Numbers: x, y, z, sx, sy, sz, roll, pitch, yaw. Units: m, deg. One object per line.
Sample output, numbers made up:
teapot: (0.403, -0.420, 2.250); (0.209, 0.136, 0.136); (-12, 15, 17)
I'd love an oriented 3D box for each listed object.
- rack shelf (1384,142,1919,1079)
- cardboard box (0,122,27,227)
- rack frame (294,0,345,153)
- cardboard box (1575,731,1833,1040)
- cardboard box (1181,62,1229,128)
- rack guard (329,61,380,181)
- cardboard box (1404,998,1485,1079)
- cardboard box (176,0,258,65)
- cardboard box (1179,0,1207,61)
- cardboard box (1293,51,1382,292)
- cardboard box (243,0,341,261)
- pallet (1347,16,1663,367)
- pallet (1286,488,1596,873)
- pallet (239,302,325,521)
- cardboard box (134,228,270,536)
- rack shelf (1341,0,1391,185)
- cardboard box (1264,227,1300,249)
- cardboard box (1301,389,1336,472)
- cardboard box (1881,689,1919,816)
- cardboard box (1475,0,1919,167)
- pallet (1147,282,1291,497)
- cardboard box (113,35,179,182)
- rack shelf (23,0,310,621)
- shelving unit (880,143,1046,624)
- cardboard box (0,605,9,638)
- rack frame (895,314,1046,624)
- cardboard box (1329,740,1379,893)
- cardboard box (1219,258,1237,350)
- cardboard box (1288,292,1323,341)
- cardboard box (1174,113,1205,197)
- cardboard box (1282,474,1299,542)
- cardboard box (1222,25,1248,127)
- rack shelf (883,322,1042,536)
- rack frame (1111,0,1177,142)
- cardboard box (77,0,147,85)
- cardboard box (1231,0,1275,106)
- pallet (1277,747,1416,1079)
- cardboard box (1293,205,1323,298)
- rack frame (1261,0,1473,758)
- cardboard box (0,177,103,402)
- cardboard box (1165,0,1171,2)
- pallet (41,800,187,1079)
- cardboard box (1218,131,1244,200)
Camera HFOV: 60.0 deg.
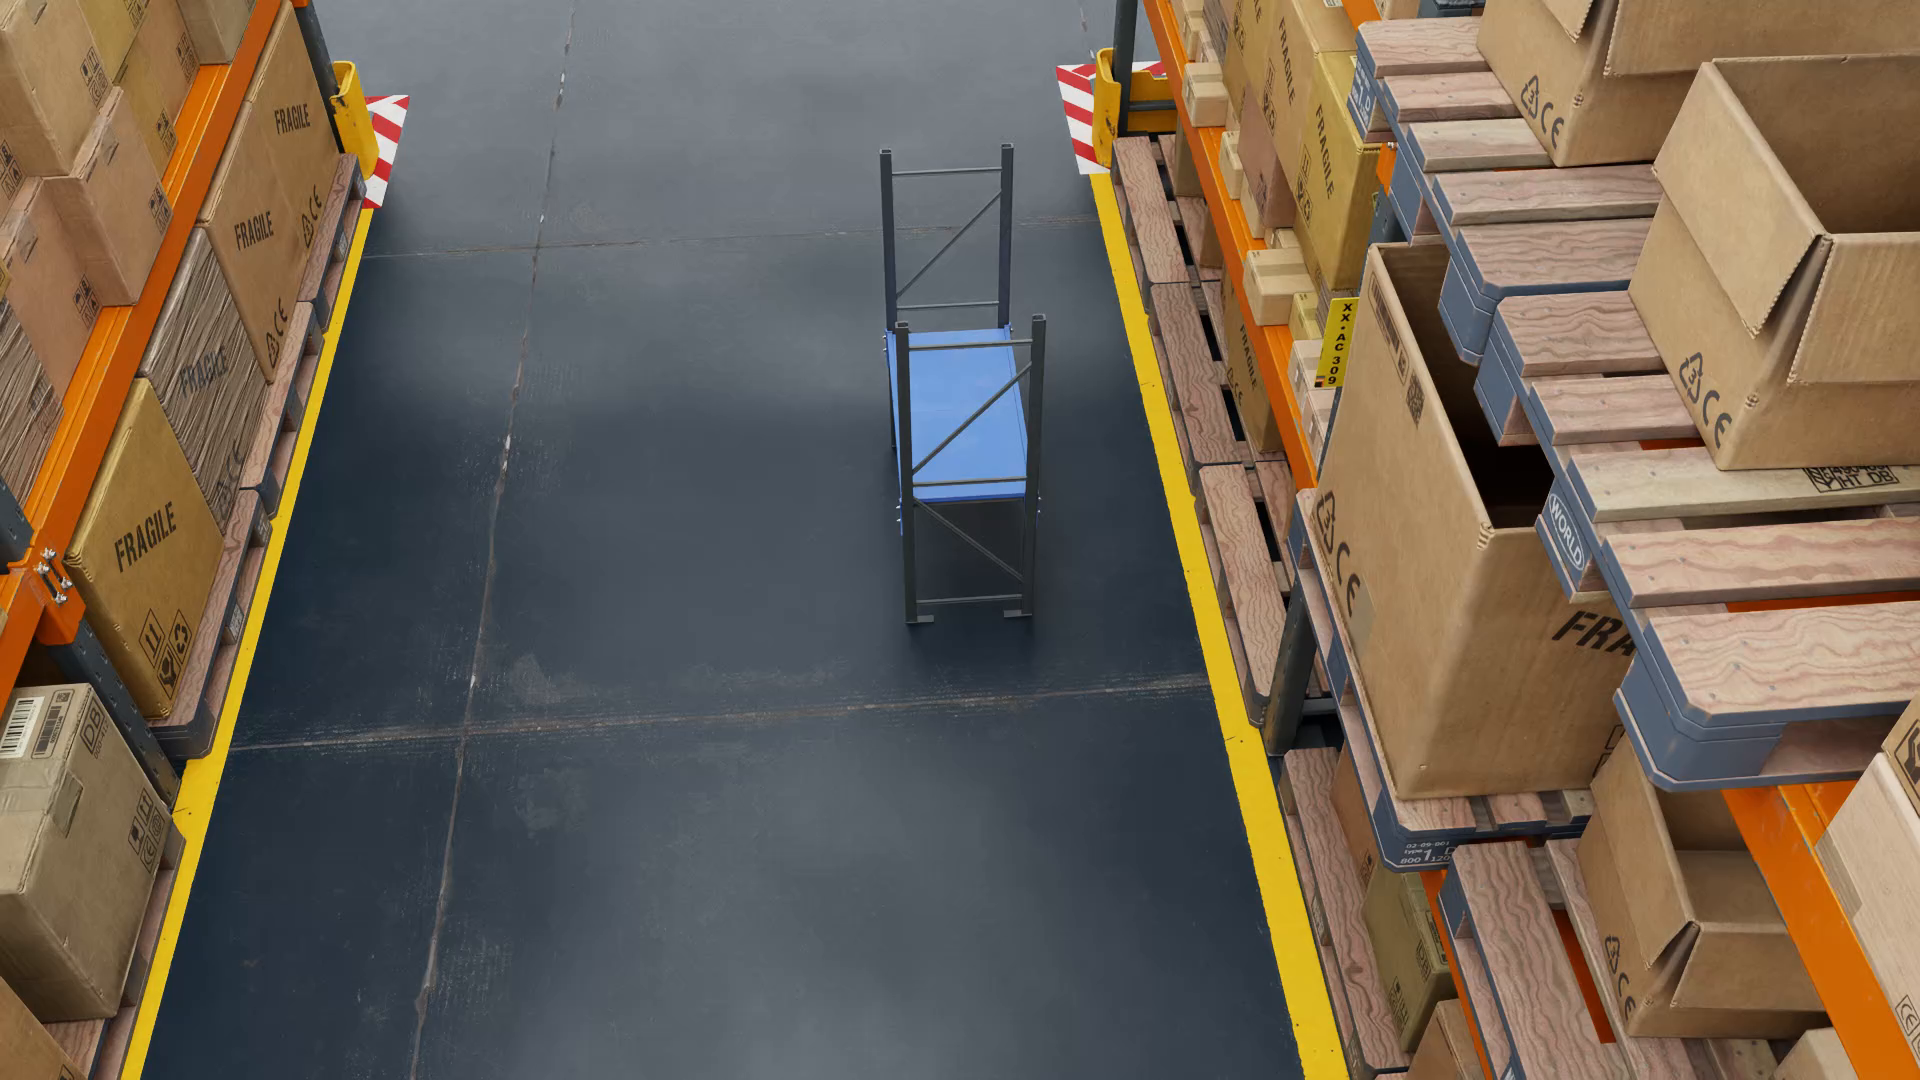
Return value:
rack shelf: (1.794, 0.360, 2.909); (1.077, 0.370, 4.000); (-3, 47, -3)
cardboard box: (-3.483, -1.158, 5.070); (0.875, 0.550, 0.550); (-3, 47, -3)
rack frame: (-3.659, -2.969, 7.632); (1.000, 3.000, 0.127); (-3, 47, -3)
cardboard box: (1.864, 0.766, 3.735); (0.797, 0.503, 0.637); (1, 47, 1)
cardboard box: (1.107, -1.799, 6.697); (0.380, 0.149, 0.250); (-3, 47, -3)
rack guard: (-3.661, -2.127, 8.556); (1.175, 0.500, 0.348); (-3, 47, -3)
cardboard box: (1.725, 1.602, 4.722); (0.700, 0.500, 0.500); (-7, 47, -7)
cardboard box: (-3.515, -2.358, 6.950); (0.875, 0.550, 0.550); (-3, 47, -3)
cardboard box: (1.141, -2.165, 7.044); (0.380, 0.149, 0.250); (-3, 47, -3)
cardboard box: (1.315, -1.092, 4.893); (0.500, 0.500, 0.500); (-3, 47, -3)
cardboard box: (-3.537, -1.896, 7.790); (0.875, 0.875, 0.875); (-3, 47, -3)
pallet: (1.572, -0.817, 3.658); (1.213, 0.211, 1.003); (-3, 47, -3)
pallet: (1.545, 0.325, 4.645); (1.003, 0.211, 1.213); (-3, 47, -3)
pallet: (-3.415, -0.556, 7.267); (1.003, 0.211, 1.213); (-3, 47, -3)
cardboard box: (-3.387, -0.600, 6.563); (0.875, 0.875, 0.875); (-3, 47, -3)
rack shelf: (1.459, -2.534, 5.650); (1.077, 0.370, 4.000); (-3, 47, -3)
cardboard box: (1.322, -1.083, 6.020); (0.380, 0.149, 0.250); (-3, 47, -3)
cardboard box: (1.316, -0.354, 5.329); (0.380, 0.149, 0.250); (-3, 47, -3)
cardboard box: (1.592, 0.294, 2.063); (0.500, 0.500, 0.500); (-3, 47, -3)
cardboard box: (1.567, -1.168, 3.501); (0.797, 0.503, 0.637); (-6, 47, -5)
pallet: (1.430, -0.713, 7.416); (1.003, 0.211, 1.213); (-3, 47, -3)
cardboard box: (-3.508, -1.564, 6.199); (0.875, 0.550, 0.500); (-3, 47, -3)
rack shelf: (-3.492, -1.274, 6.523); (1.077, 0.370, 4.000); (-3, 47, -3)
shelving unit: (-0.007, -0.577, 6.400); (0.538, 1.500, 1.048); (-3, 47, -3)
cardboard box: (-3.014, 0.252, 4.513); (0.500, 0.500, 0.500); (-4, 47, -4)
rack frame: (0.035, -0.210, 6.052); (0.500, 1.500, 0.032); (-3, 47, -3)
cardboard box: (1.656, 0.851, 5.433); (0.700, 0.500, 0.500); (-7, 47, -6)
cardboard box: (1.445, -1.145, 7.337); (0.500, 0.500, 0.500); (0, 47, 0)
cardboard box: (1.343, -0.720, 5.676); (0.380, 0.149, 0.250); (-3, 47, -3)
cardboard box: (1.327, -2.029, 8.175); (0.500, 0.500, 0.500); (4, 47, 4)
cardboard box: (1.577, -0.294, 6.531); (0.500, 0.500, 0.500); (10, 47, 9)
cardboard box: (1.501, -1.853, 6.302); (0.875, 0.500, 0.500); (-3, 47, -3)
rack shelf: (-0.007, -0.454, 6.531); (0.538, 0.185, 1.000); (-3, 47, -3)
rack frame: (1.292, -3.197, 7.848); (1.000, 3.000, 0.127); (-3, 47, -3)
cardboard box: (-3.443, -1.940, 5.810); (0.875, 0.550, 0.500); (-3, 47, -3)
cardboard box: (1.231, -1.816, 5.578); (0.500, 0.500, 0.500); (-3, 47, -3)
pallet: (1.693, 1.219, 5.587); (1.003, 0.211, 1.213); (-3, 47, -3)
cardboard box: (1.644, -1.133, 5.620); (0.875, 0.500, 0.500); (-3, 47, -3)
rack frame: (1.626, -0.303, 5.108); (1.000, 3.000, 0.127); (-3, 47, -3)
cardboard box: (-3.436, -0.789, 5.465); (0.875, 0.550, 0.550); (-3, 47, -3)
cardboard box: (1.086, -2.526, 7.386); (0.380, 0.149, 0.250); (-3, 47, -3)
pallet: (-3.185, 1.438, 5.379); (1.003, 0.211, 1.213); (-3, 47, -3)
cardboard box: (1.205, -1.441, 6.358); (0.380, 0.149, 0.250); (-3, 47, -3)
